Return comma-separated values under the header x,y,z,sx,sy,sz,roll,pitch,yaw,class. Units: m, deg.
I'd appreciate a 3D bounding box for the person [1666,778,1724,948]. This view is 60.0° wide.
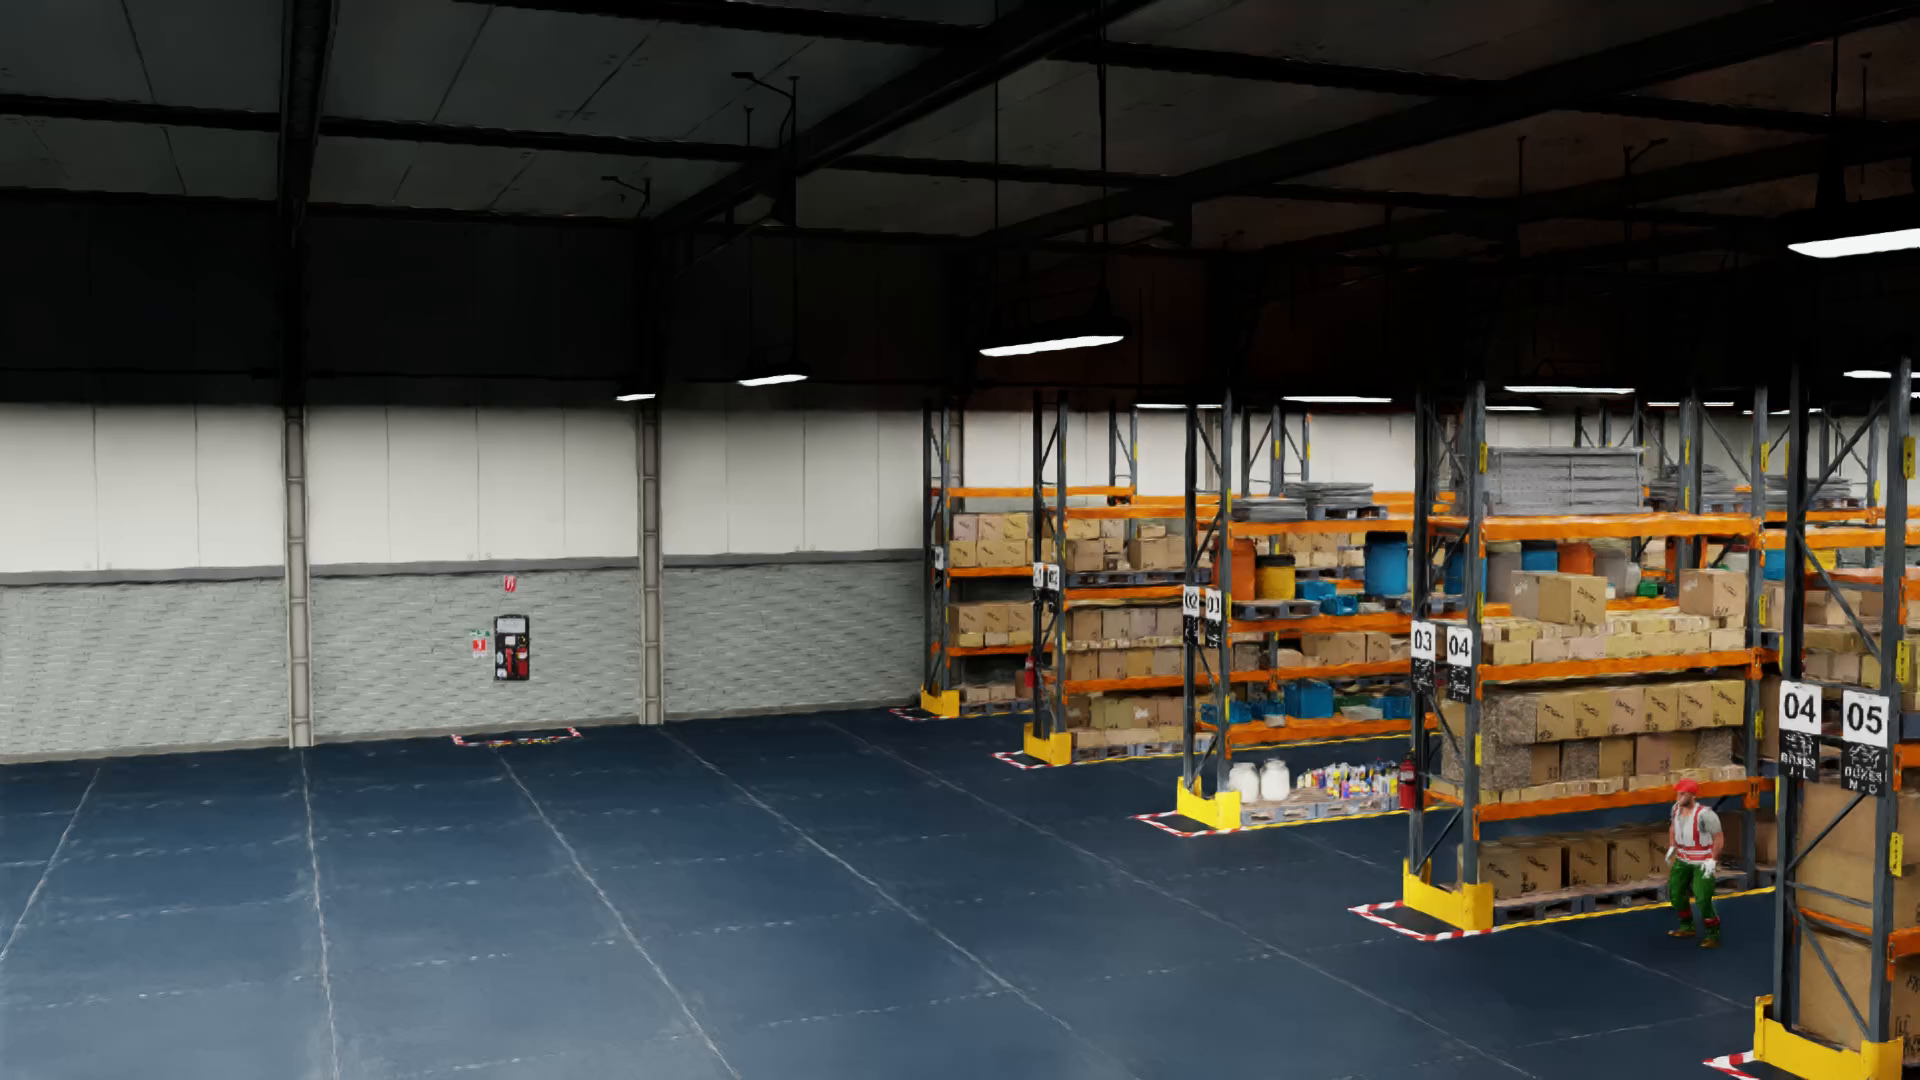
x,y,z,sx,sy,sz,roll,pitch,yaw,class
7.523,3.297,17.071,0.552,1.741,0.677,-1,4,-23,person

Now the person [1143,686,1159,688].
x,y,z,sx,sy,sz,roll,pitch,yaw,class
3.501,2.491,30.480,0.474,1.739,0.628,3,4,38,person
